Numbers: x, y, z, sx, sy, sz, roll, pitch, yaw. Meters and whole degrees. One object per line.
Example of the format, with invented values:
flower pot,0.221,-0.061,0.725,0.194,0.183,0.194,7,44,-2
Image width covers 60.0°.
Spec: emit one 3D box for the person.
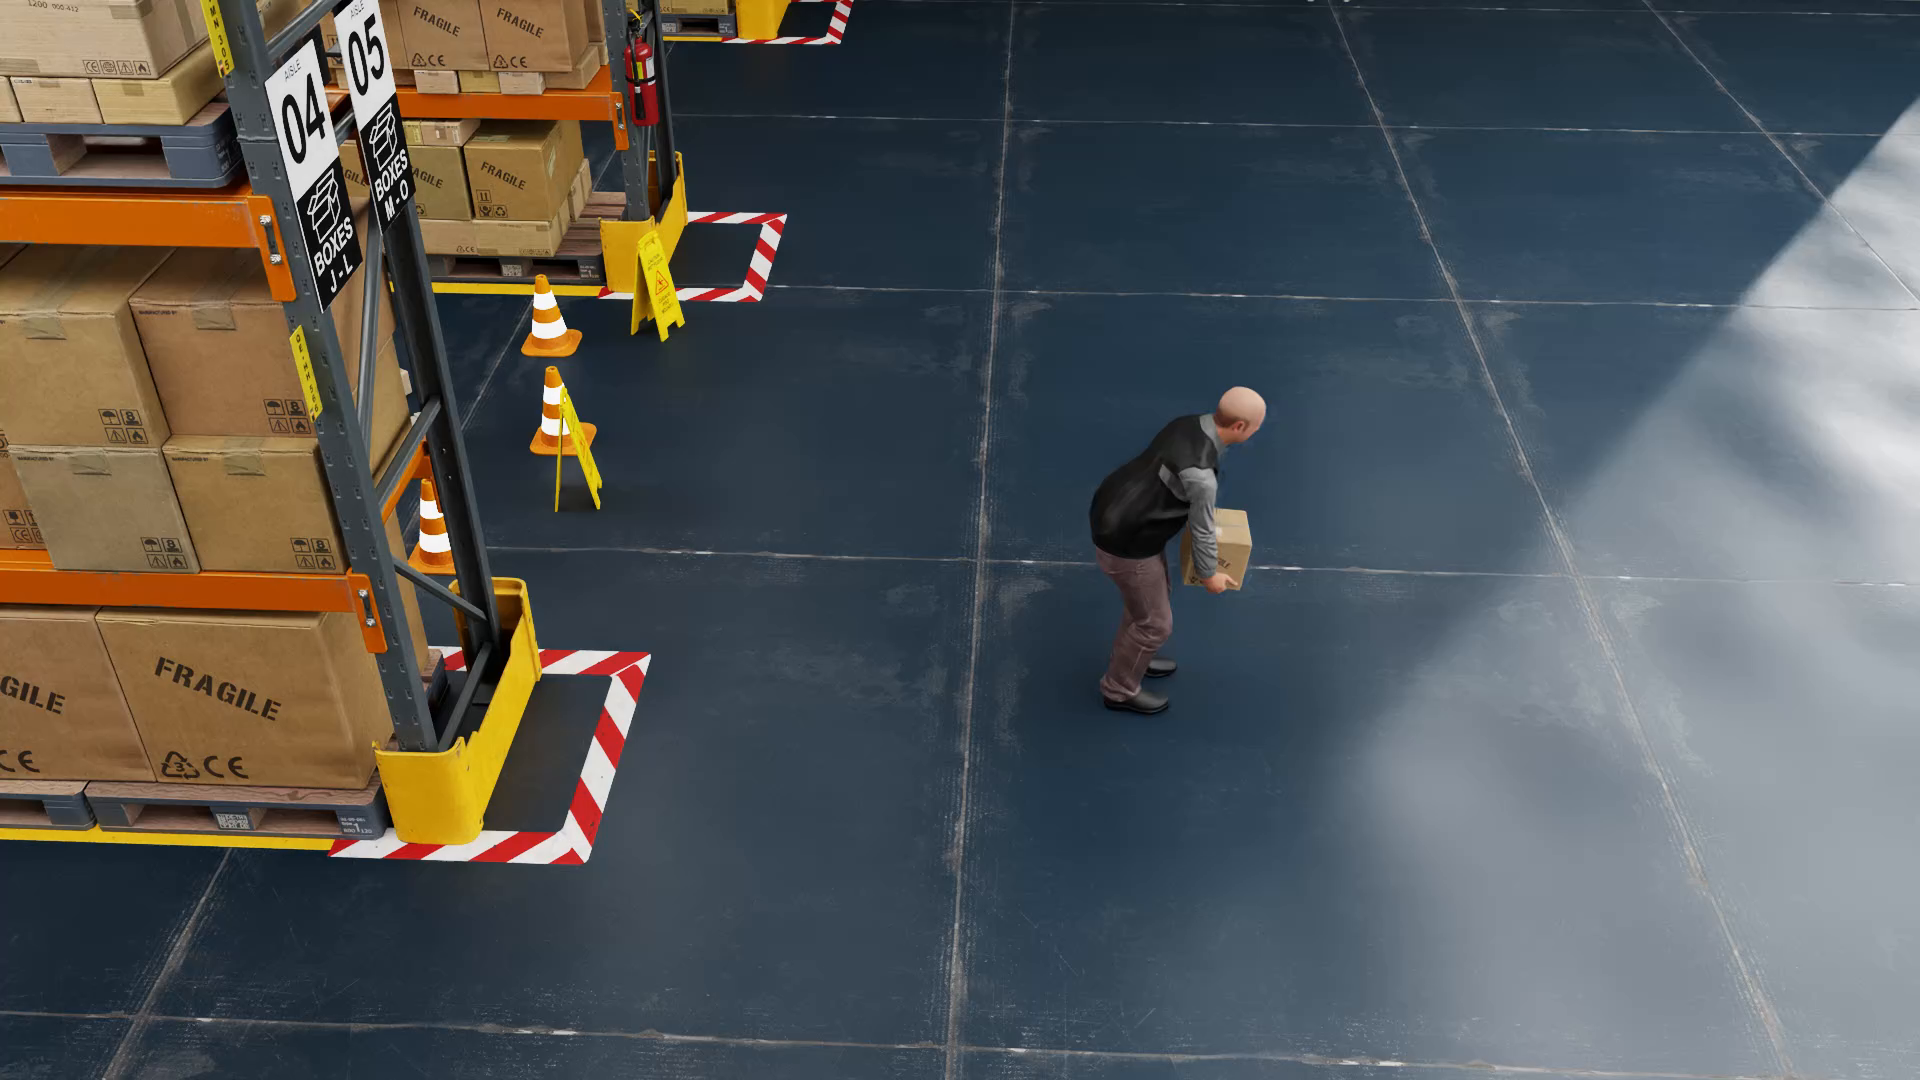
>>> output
person,0.907,0.030,7.228,0.699,1.576,0.474,1,35,1
